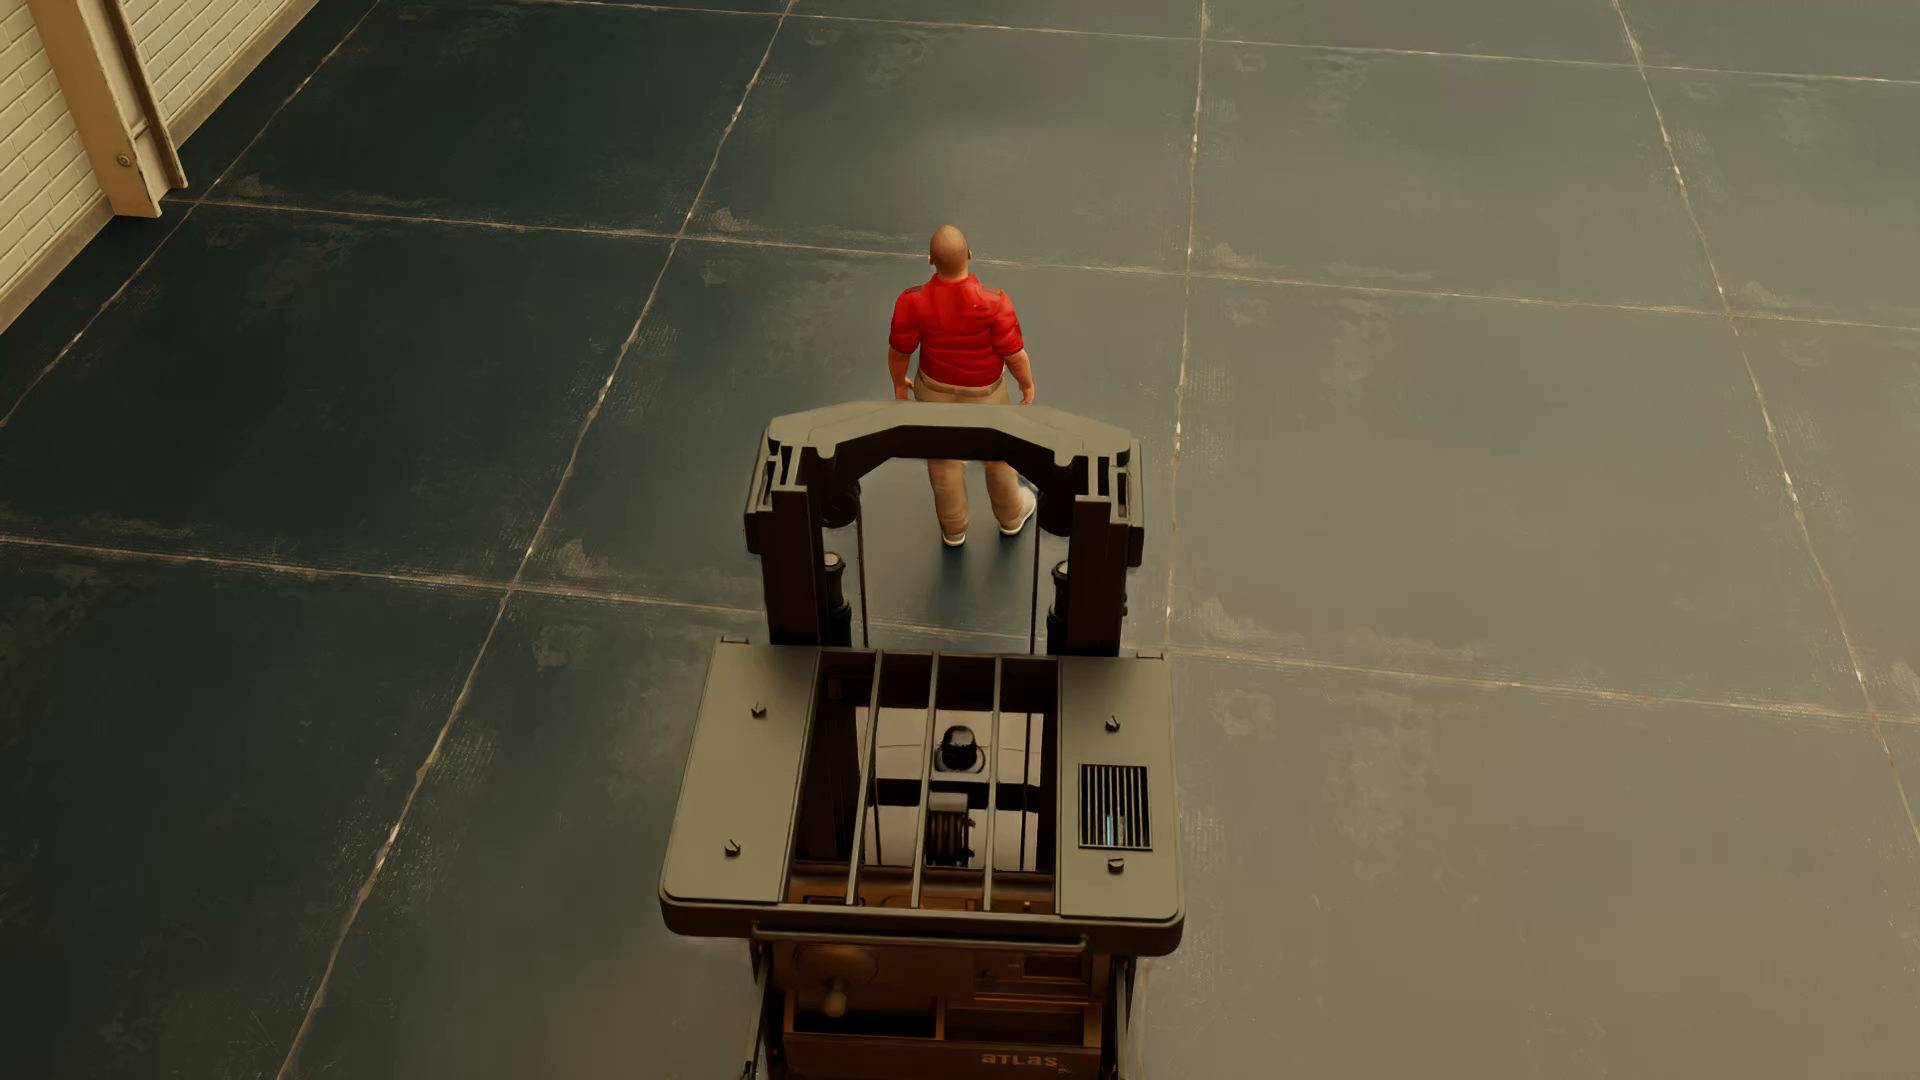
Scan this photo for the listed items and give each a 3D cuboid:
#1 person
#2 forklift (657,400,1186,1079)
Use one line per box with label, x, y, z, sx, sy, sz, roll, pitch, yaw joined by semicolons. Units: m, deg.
person;0.024;-0.701;7.366;0.640;1.727;0.551;5;43;6
forklift;-0.060;1.208;4.409;1.130;2.935;3.031;2;43;2
